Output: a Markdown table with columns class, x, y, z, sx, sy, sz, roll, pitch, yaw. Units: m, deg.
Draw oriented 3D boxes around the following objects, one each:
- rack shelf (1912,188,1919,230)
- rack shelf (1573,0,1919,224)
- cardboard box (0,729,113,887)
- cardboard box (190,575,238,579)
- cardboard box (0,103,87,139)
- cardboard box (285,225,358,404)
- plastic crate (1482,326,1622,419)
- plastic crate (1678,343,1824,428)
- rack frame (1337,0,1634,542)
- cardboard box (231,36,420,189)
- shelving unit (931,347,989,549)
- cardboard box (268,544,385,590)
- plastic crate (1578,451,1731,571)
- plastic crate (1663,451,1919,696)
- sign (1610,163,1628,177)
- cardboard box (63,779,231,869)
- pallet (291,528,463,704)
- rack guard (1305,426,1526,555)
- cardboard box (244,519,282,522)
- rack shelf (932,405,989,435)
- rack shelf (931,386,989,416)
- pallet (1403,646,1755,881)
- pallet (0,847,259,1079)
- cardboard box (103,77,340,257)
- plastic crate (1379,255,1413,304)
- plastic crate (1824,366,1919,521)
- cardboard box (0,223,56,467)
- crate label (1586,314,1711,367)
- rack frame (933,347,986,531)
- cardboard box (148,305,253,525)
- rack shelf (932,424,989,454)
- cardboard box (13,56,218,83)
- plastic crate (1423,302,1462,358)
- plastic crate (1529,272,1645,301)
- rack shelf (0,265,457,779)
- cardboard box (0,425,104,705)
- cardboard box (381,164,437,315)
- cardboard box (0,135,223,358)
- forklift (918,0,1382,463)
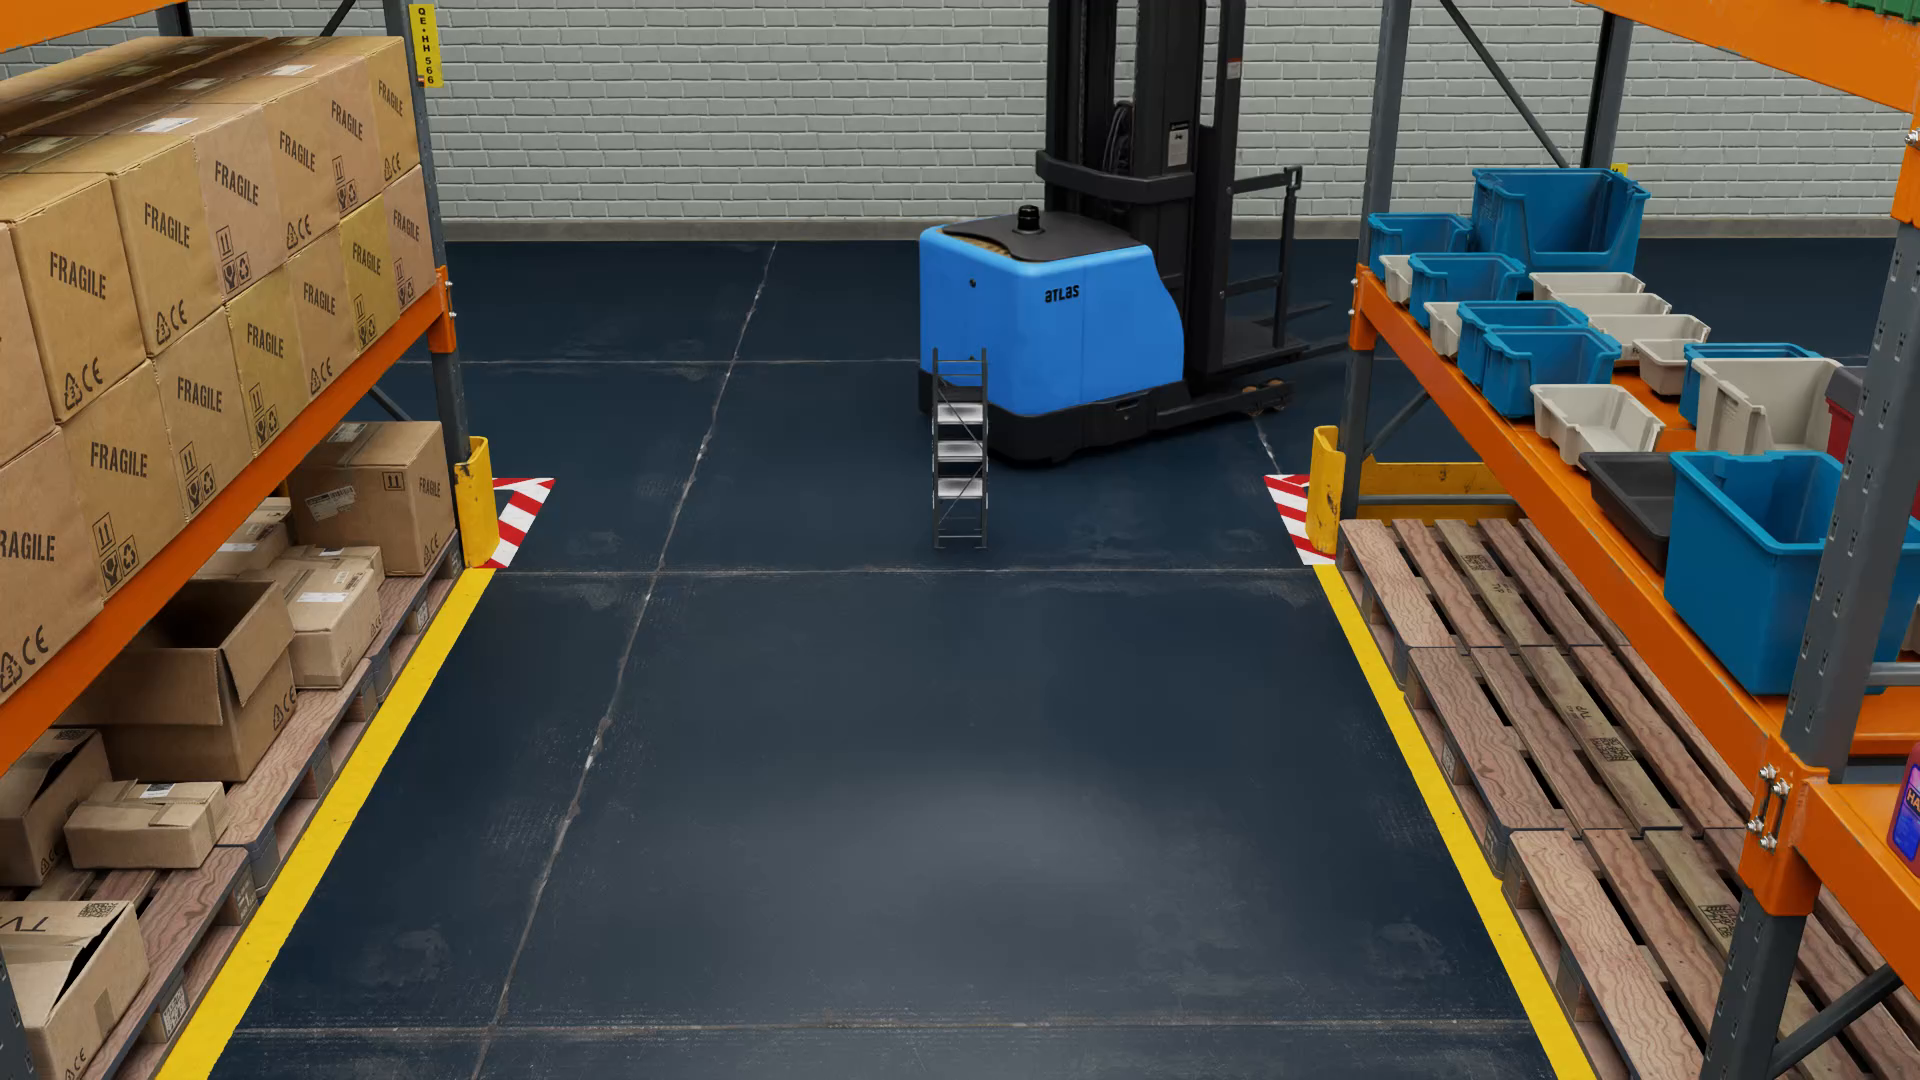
| class | x | y | z | sx | sy | sz | roll | pitch | yaw |
| --- | --- | --- | --- | --- | --- | --- | --- | --- | --- |
| rack shelf | 2.295 | 0.071 | 1.186 | 1.077 | 0.370 | 4.000 | 0 | 24 | -1 |
| rack shelf | 2.251 | -1.577 | 4.830 | 1.077 | 0.370 | 4.000 | 0 | 24 | -1 |
| cardboard box | -2.978 | 0.789 | 5.095 | 0.500 | 0.311 | 0.500 | 0 | 24 | -1 |
| cardboard box | -2.991 | 0.348 | 6.143 | 0.500 | 0.250 | 0.500 | 0 | 24 | -1 |
| cardboard box | -2.962 | -1.028 | 5.048 | 0.500 | 0.500 | 0.500 | 0 | 24 | -1 |
| cardboard box | -2.438 | -0.784 | 5.723 | 0.500 | 0.500 | 0.500 | 0 | 24 | 0 |
| plastic crate | 1.921 | -0.544 | 5.443 | 0.416 | 0.233 | 0.300 | 0 | 24 | -1 |
| plastic crate | 2.508 | -0.468 | 5.276 | 0.416 | 0.233 | 0.300 | 0 | 24 | -1 |
| rack frame | 2.229 | -1.362 | 7.122 | 1.000 | 3.000 | 0.127 | 0 | 24 | -1 |
| cardboard box | -2.444 | -1.660 | 6.447 | 0.500 | 0.500 | 0.500 | 0 | 24 | -1 |
| shelving unit | 0.000 | -0.413 | 7.572 | 0.258 | 0.900 | 0.210 | 0 | 24 | -1 |
| cardboard box | -2.557 | 0.139 | 6.707 | 0.380 | 0.166 | 0.250 | 0 | 24 | -1 |
| plastic crate | 1.992 | -0.076 | 4.539 | 0.437 | 0.125 | 0.590 | 0 | 24 | -1 |
| plastic crate | 1.927 | 0.075 | 3.890 | 0.392 | 0.384 | 0.575 | 0 | 24 | -1 |
| sign | 2.779 | -1.446 | 7.109 | 0.100 | 0.325 | 0.005 | 0 | 24 | -1 |
| cardboard box | -2.488 | 0.867 | 5.098 | 0.380 | 0.166 | 0.250 | 0 | 24 | -1 |
| pallet | -2.713 | 0.289 | 6.855 | 1.003 | 0.211 | 1.213 | 0 | 24 | -1 |
| rack guard | 2.216 | -0.233 | 7.659 | 1.175 | 0.500 | 0.348 | 0 | 24 | -1 |
| cardboard box | -3.060 | 0.026 | 6.957 | 0.380 | 0.166 | 0.250 | 0 | 24 | -1 |
| rack shelf | 0.000 | -0.547 | 7.512 | 0.258 | 0.077 | 0.200 | 0 | 24 | -1 |
| rack shelf | 0.000 | -0.629 | 7.474 | 0.258 | 0.077 | 0.200 | 0 | 24 | -1 |
| pallet | 2.210 | 0.750 | 5.836 | 1.003 | 0.211 | 1.213 | 0 | 24 | -1 |
| pallet | -2.687 | 1.294 | 4.632 | 1.003 | 0.211 | 1.213 | 0 | 24 | -1 |
| cardboard box | -2.427 | -1.239 | 5.514 | 0.500 | 0.500 | 0.500 | 0 | 24 | 1 |
| plastic crate | 1.824 | -1.034 | 6.643 | 0.250 | 0.136 | 0.298 | 0 | 24 | -1 |
| plastic crate | 2.514 | -0.140 | 4.268 | 0.402 | 0.464 | 0.583 | 0 | 24 | -1 |
| cardboard box | -2.404 | -0.390 | 3.637 | 0.500 | 0.500 | 0.500 | 0 | 24 | 1 |
| crate label | 2.436 | -0.700 | 5.905 | 0.396 | 0.136 | 0.243 | 0 | 24 | -1 |
| rack frame | -0.001 | -0.455 | 7.665 | 0.240 | 0.900 | 0.006 | 0 | 24 | -1 |
| cardboard box | -2.425 | -0.367 | 4.801 | 0.500 | 0.500 | 0.500 | 0 | 24 | -1 |
| rack shelf | 0.000 | -0.465 | 7.549 | 0.258 | 0.077 | 0.200 | 0 | 24 | -1 |
| cardboard box | -2.969 | -1.443 | 5.966 | 0.500 | 0.500 | 0.500 | 0 | 24 | 0 |
| plastic crate | 1.831 | -0.754 | 6.025 | 0.250 | 0.136 | 0.298 | 0 | 24 | -1 |
| plastic crate | 2.419 | -0.934 | 6.423 | 0.396 | 0.136 | 0.243 | 0 | 24 | -1 |
| rack shelf | -2.702 | -0.190 | 5.402 | 1.077 | 0.370 | 4.000 | 0 | 24 | -1 |
| cardboard box | -2.413 | 0.050 | 3.878 | 0.500 | 0.500 | 0.500 | 0 | 24 | 1 |
| cardboard box | -2.447 | -1.204 | 6.650 | 0.500 | 0.500 | 0.500 | 0 | 24 | 1 |
| cardboard box | -2.415 | -0.814 | 4.576 | 0.500 | 0.500 | 0.500 | -1 | 24 | -2 |
| forklift | 1.272 | -2.186 | 9.028 | 3.031 | 2.935 | 1.130 | -16 | 29 | -31 |
